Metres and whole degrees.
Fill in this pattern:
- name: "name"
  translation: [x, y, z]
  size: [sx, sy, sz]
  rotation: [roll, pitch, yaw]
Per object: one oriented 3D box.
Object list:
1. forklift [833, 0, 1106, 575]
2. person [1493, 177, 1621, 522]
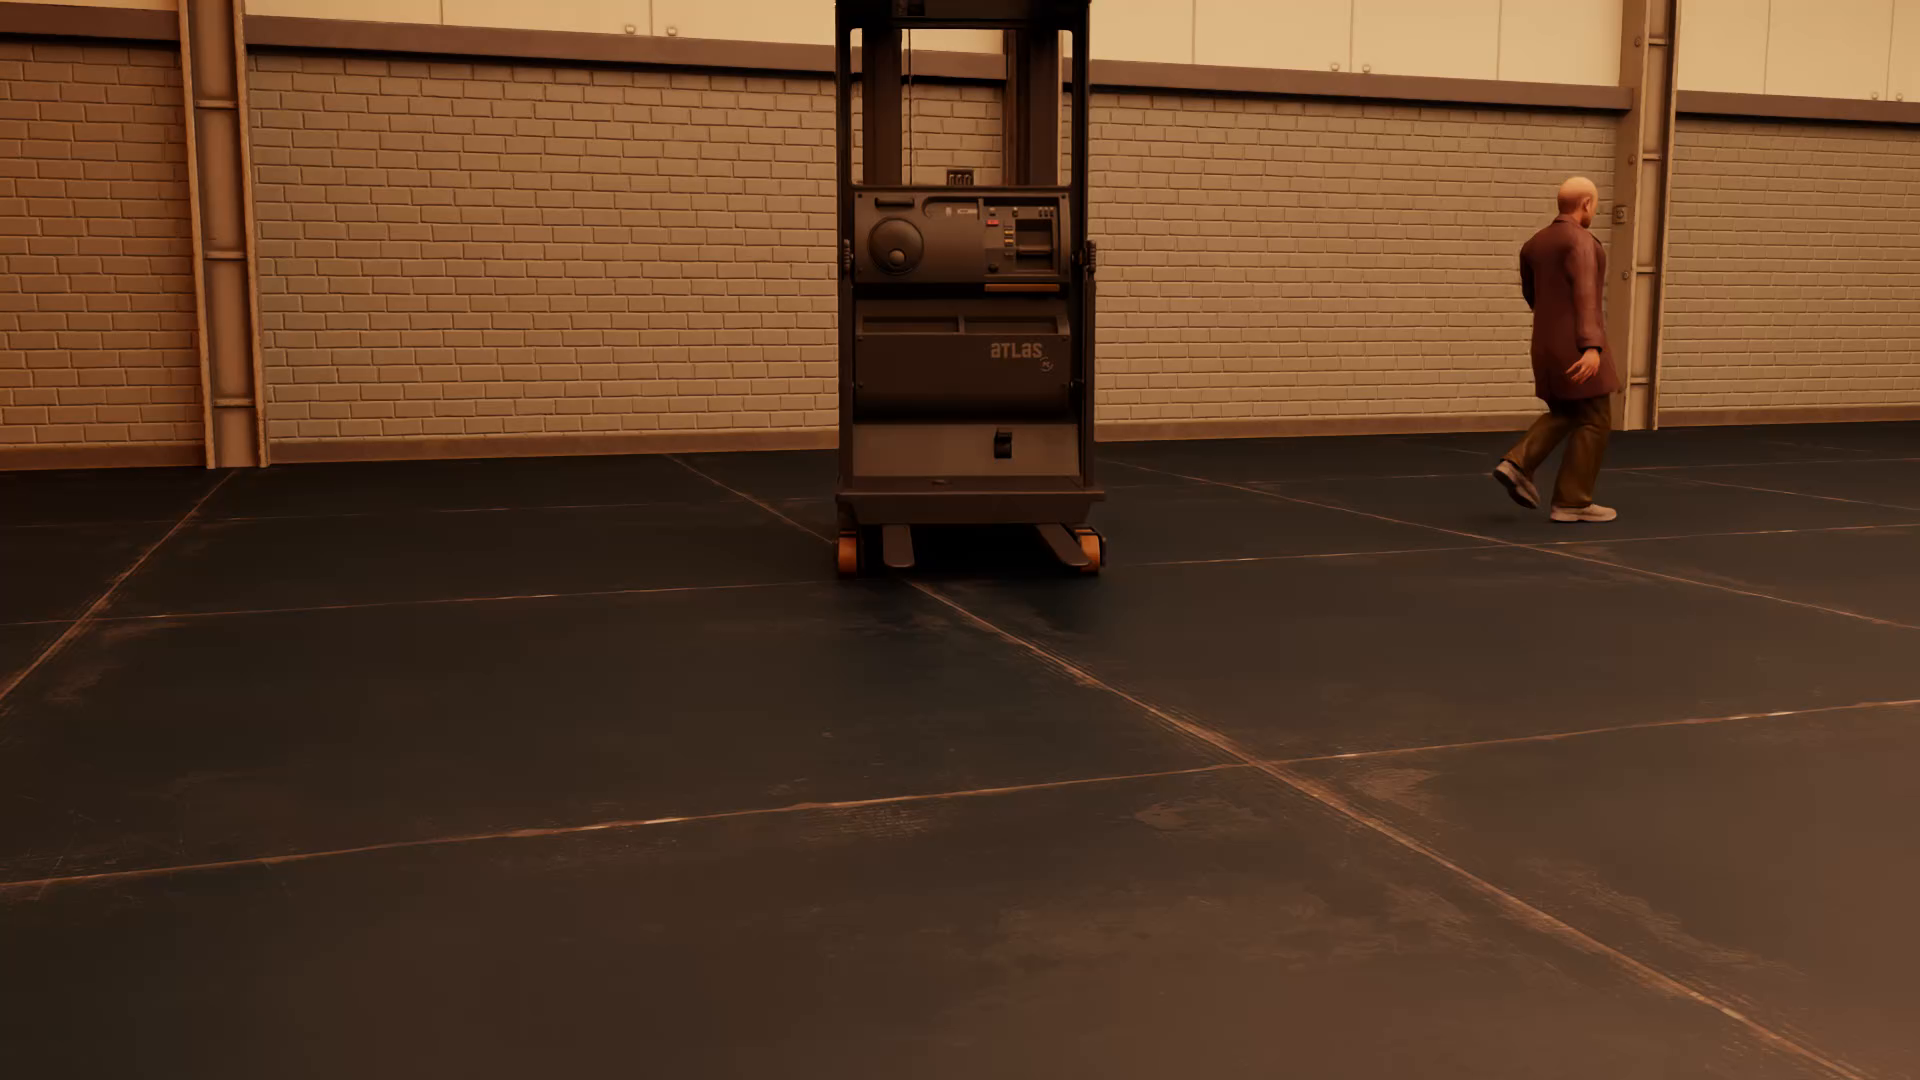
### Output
- name: "forklift"
  translation: [0.023, -1.348, 6.962]
  size: [1.130, 2.935, 3.031]
  rotation: [0, 8, -3]
- name: "person"
  translation: [3.110, -0.973, 8.569]
  size: [0.597, 1.760, 0.826]
  rotation: [-2, 8, -17]
